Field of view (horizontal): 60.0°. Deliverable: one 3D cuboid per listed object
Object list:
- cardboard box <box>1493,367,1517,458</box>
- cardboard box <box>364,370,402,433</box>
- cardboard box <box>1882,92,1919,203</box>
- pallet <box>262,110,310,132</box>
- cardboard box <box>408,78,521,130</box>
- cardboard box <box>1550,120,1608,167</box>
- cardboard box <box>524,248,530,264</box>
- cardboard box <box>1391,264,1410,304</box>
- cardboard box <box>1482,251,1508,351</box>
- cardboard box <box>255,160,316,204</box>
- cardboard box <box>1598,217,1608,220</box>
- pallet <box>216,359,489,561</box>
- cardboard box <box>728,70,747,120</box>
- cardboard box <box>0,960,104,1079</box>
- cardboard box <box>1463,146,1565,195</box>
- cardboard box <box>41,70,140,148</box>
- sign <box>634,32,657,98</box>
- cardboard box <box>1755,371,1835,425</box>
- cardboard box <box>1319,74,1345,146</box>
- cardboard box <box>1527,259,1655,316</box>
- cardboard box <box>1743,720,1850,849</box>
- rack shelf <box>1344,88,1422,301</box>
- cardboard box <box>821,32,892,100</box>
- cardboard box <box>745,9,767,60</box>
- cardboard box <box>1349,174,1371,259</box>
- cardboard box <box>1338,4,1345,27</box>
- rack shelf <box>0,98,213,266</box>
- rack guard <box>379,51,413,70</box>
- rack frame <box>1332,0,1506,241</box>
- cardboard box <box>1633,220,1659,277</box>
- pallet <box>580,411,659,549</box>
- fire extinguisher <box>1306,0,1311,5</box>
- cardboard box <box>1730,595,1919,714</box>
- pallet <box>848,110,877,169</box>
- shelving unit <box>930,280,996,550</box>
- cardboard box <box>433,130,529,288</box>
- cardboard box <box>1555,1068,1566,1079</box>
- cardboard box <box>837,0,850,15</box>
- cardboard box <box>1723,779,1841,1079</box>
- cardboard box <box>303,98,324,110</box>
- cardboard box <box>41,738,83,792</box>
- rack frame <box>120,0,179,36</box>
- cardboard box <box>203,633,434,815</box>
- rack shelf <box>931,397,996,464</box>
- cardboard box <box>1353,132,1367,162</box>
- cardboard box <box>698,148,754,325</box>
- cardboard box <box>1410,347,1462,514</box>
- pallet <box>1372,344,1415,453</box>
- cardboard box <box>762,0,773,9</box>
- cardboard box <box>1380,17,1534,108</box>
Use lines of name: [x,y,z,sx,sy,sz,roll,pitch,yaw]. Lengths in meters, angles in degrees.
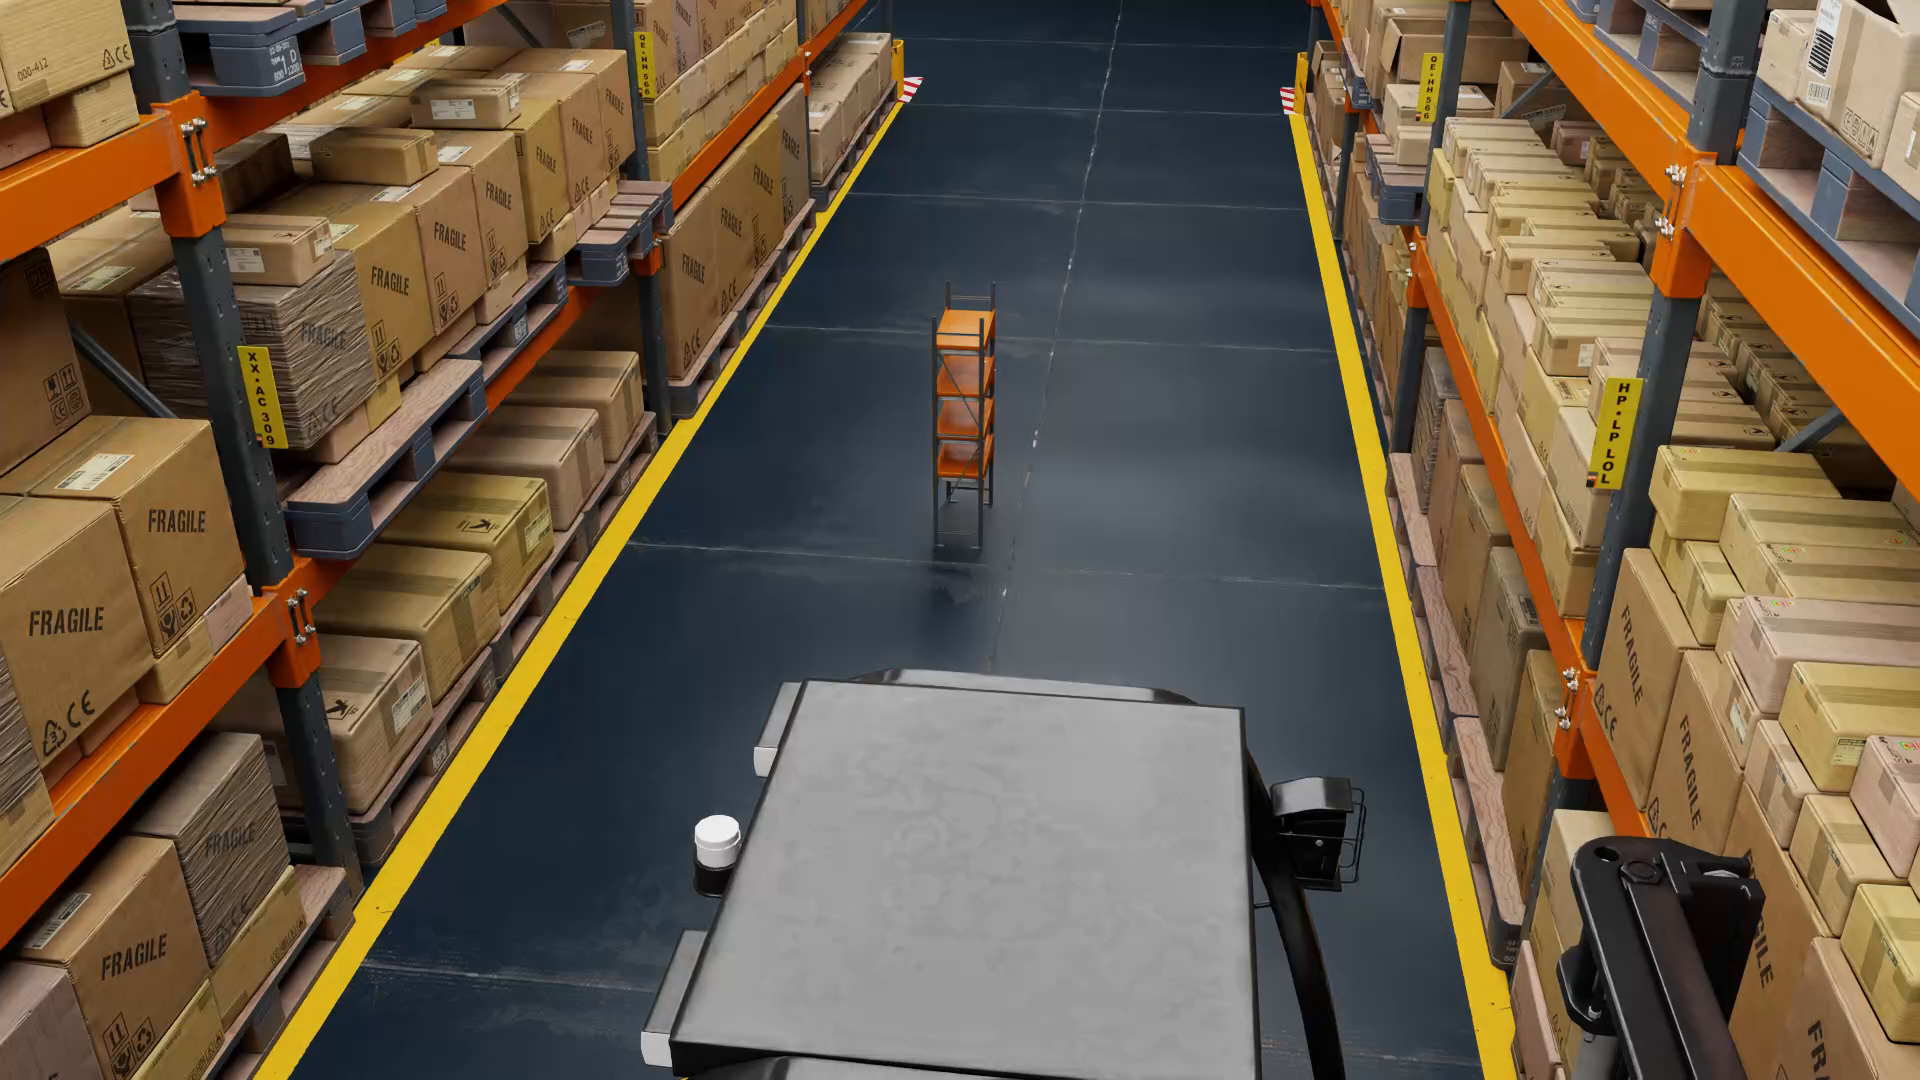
cardboard box: [2.254,-0.439,6.060,0.500,0.250,0.500,4,29,7]
cardboard box: [-2.201,-0.503,5.843,0.380,0.149,0.250,4,29,7]
cardboard box: [1.854,-0.667,2.879,0.380,0.149,0.250,4,29,8]
pallet: [-6.373,-3.742,14.974,1.003,0.211,1.213,3,28,6]
cardboard box: [-2.052,-1.812,6.905,0.380,0.149,0.250,2,28,4]
cardboard box: [2.956,-1.831,7.697,0.380,0.149,0.250,4,29,8]
cardboard box: [-2.101,-1.248,7.226,0.380,0.149,0.250,4,29,7]
cardboard box: [2.607,-1.414,9.220,0.380,0.149,0.250,2,28,4]
cardboard box: [2.316,-0.903,6.394,0.500,0.250,0.500,4,29,7]
cardboard box: [-2.665,-1.137,6.335,0.500,0.500,0.500,4,29,8]
cardboard box: [2.890,-1.116,6.790,0.500,0.250,0.500,3,28,6]
pallet: [-2.384,-0.337,5.915,1.003,0.211,1.213,3,28,6]
cardboard box: [-1.650,-2.824,10.488,0.500,0.250,0.500,3,28,6]
cardboard box: [-2.550,1.399,4.156,0.500,0.500,0.500,5,29,9]
cardboard box: [2.426,-1.615,7.295,0.380,0.149,0.250,4,29,8]
cardboard box: [-2.358,-1.114,4.257,0.380,0.149,0.250,3,29,6]
sign: [-1.592,-2.401,8.406,0.100,0.325,0.005,3,28,6]
cardboard box: [2.646,-0.389,5.020,0.380,0.149,0.250,2,28,5]
cardboard box: [3.299,-3.591,13.945,0.500,0.500,0.500,4,29,7]
cardboard box: [2.253,-0.890,5.950,0.380,0.149,0.250,4,29,7]
cardboard box: [1.833,0.503,3.364,0.380,0.149,0.250,3,28,6]
rack shelf: [3.040,-2.291,10.098,1.077,0.370,4.000,3,28,6]
cardboard box: [-1.133,-4.459,15.623,0.875,0.438,0.875,2,28,4]
cardboard box: [-1.566,-3.288,10.822,0.500,0.250,0.500,4,29,7]
cardboard box: [2.947,-2.168,11.304,0.500,0.500,0.500,3,28,6]
cardboard box: [3.154,-4.095,12.952,0.380,0.149,0.250,3,28,5]
rack shelf: [-2.867,-0.132,2.929,1.077,0.370,4.000,3,28,6]
rack guard: [-6.086,-4.822,16.674,1.175,0.500,0.348,3,28,6]
rack frame: [3.285,-3.549,11.675,1.000,3.000,0.127,3,28,6]
cardboard box: [2.787,-1.107,6.353,0.380,0.149,0.250,4,29,8]
pallet: [-2.229,-0.358,8.691,1.003,0.211,1.213,3,28,6]
fire extinguisher: [3.334,-5.330,15.455,0.296,0.674,0.183,3,28,6]
cardboard box: [1.873,0.253,3.515,0.380,0.149,0.250,4,29,7]
pallet: [-1.324,-3.537,14.594,1.003,0.211,1.213,3,28,6]
shelving unit: [0.020,-0.606,8.110,0.258,1.200,0.503,3,28,6]
cardboard box: [-2.093,-1.344,6.720,0.500,0.500,0.500,2,28,4]
cardboard box: [1.870,1.691,4.405,0.500,0.250,0.500,3,28,5]
cardboard box: [-1.191,-4.556,13.438,0.500,0.500,0.500,4,29,7]
cardboard box: [1.883,0.851,3.402,0.500,0.500,0.500,3,28,6]
cardboard box: [-6.023,-4.014,15.101,0.380,0.149,0.250,4,29,7]
cardboard box: [-2.536,0.562,4.309,0.380,0.149,0.250,3,28,5]
rack frame: [-2.622,-2.711,3.794,1.000,3.000,0.127,3,28,6]
cardboard box: [-2.560,0.655,6.200,0.950,0.372,0.625,4,29,7]
rack shelf: [0.020,-0.547,8.142,0.258,0.148,0.480,3,28,6]
cardboard box: [2.977,-2.766,11.730,0.380,0.149,0.250,5,29,9]
cardboard box: [-1.851,-1.942,10.490,0.875,0.875,0.875,4,29,7]
cardboard box: [2.705,-0.513,8.100,0.875,0.625,0.625,4,29,8]
pallet: [2.924,-0.788,9.490,1.003,0.211,1.213,3,28,6]
cardboard box: [-1.503,-3.851,11.076,0.500,0.500,0.500,4,29,7]
cardboard box: [2.811,-2.676,9.502,0.797,0.503,0.637,3,28,5]
